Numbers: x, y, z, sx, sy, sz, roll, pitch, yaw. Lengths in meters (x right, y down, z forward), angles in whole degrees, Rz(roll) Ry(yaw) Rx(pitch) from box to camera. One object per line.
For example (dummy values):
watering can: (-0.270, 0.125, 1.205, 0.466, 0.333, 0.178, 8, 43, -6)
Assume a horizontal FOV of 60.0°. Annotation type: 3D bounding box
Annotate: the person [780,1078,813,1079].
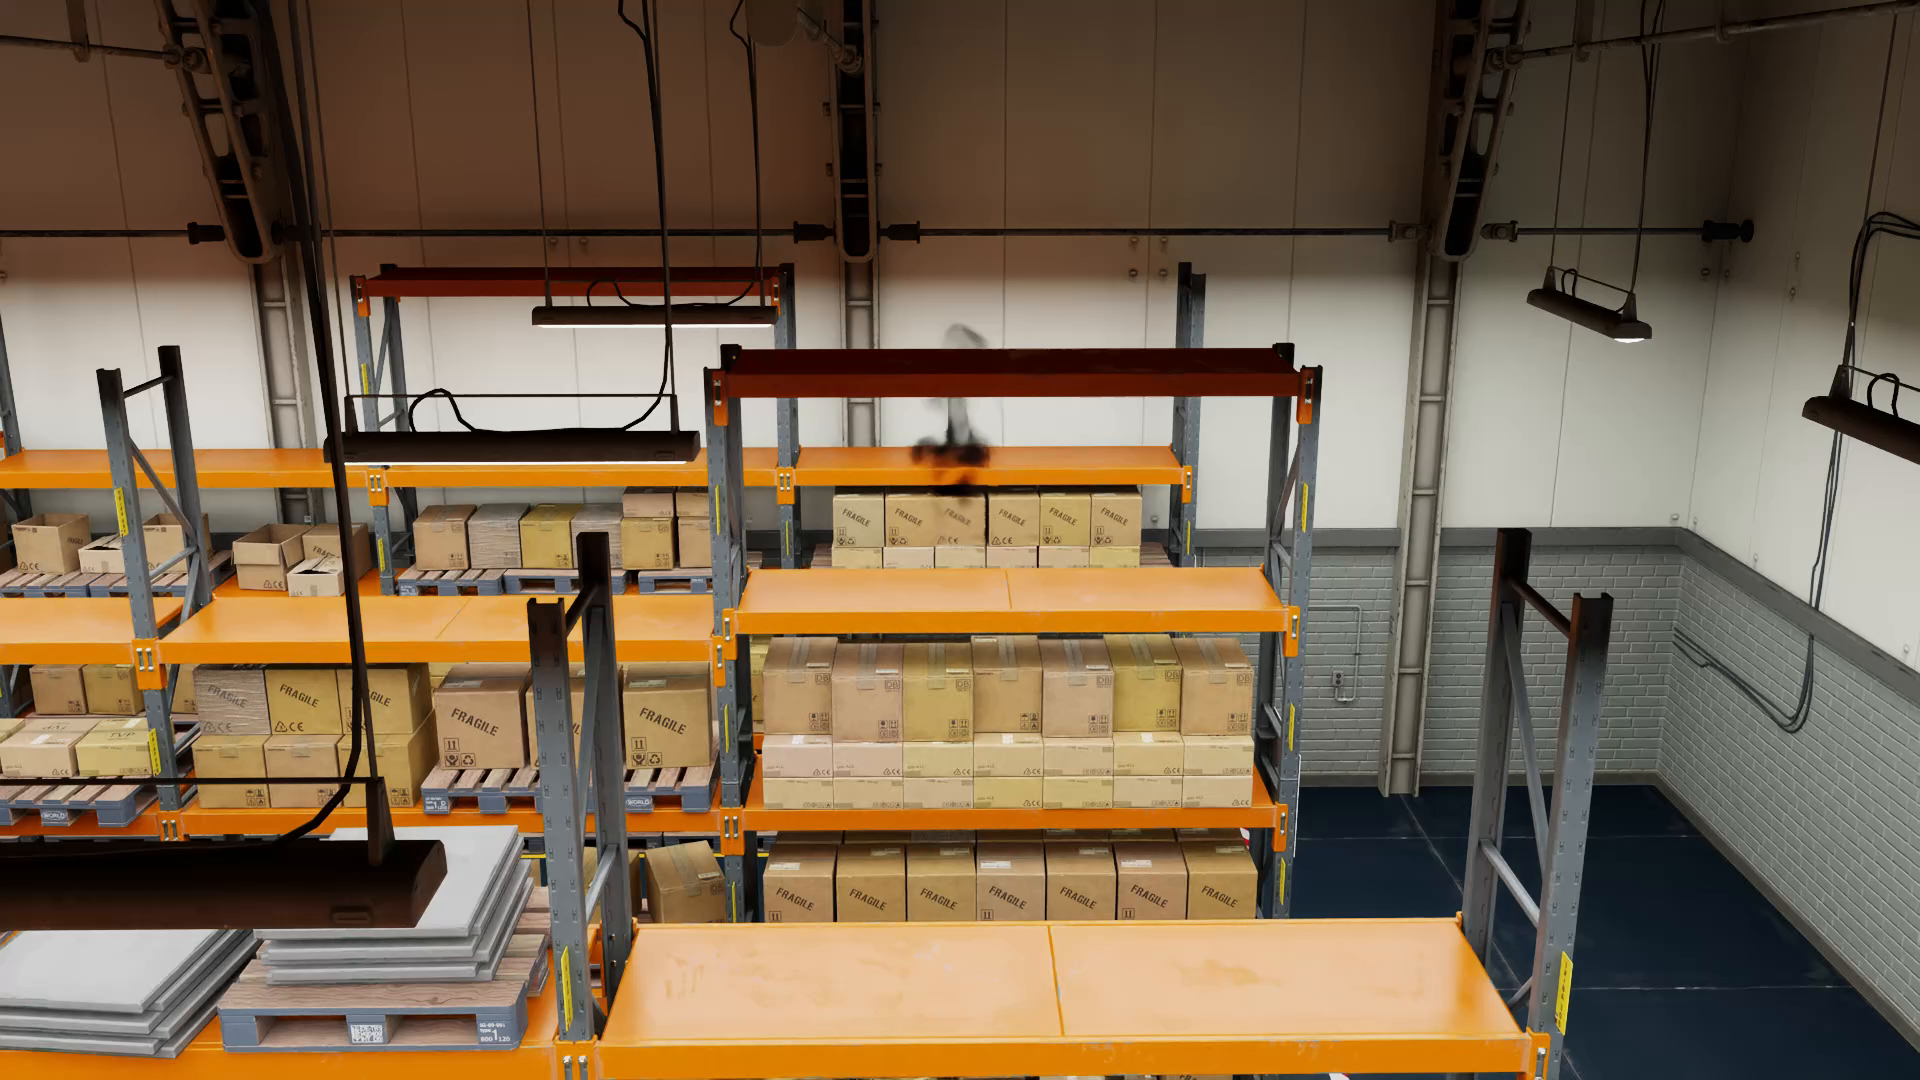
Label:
person: (-1.064, 4.194, 11.029, 0.801, 1.827, 0.611, -1, 16, -3)
